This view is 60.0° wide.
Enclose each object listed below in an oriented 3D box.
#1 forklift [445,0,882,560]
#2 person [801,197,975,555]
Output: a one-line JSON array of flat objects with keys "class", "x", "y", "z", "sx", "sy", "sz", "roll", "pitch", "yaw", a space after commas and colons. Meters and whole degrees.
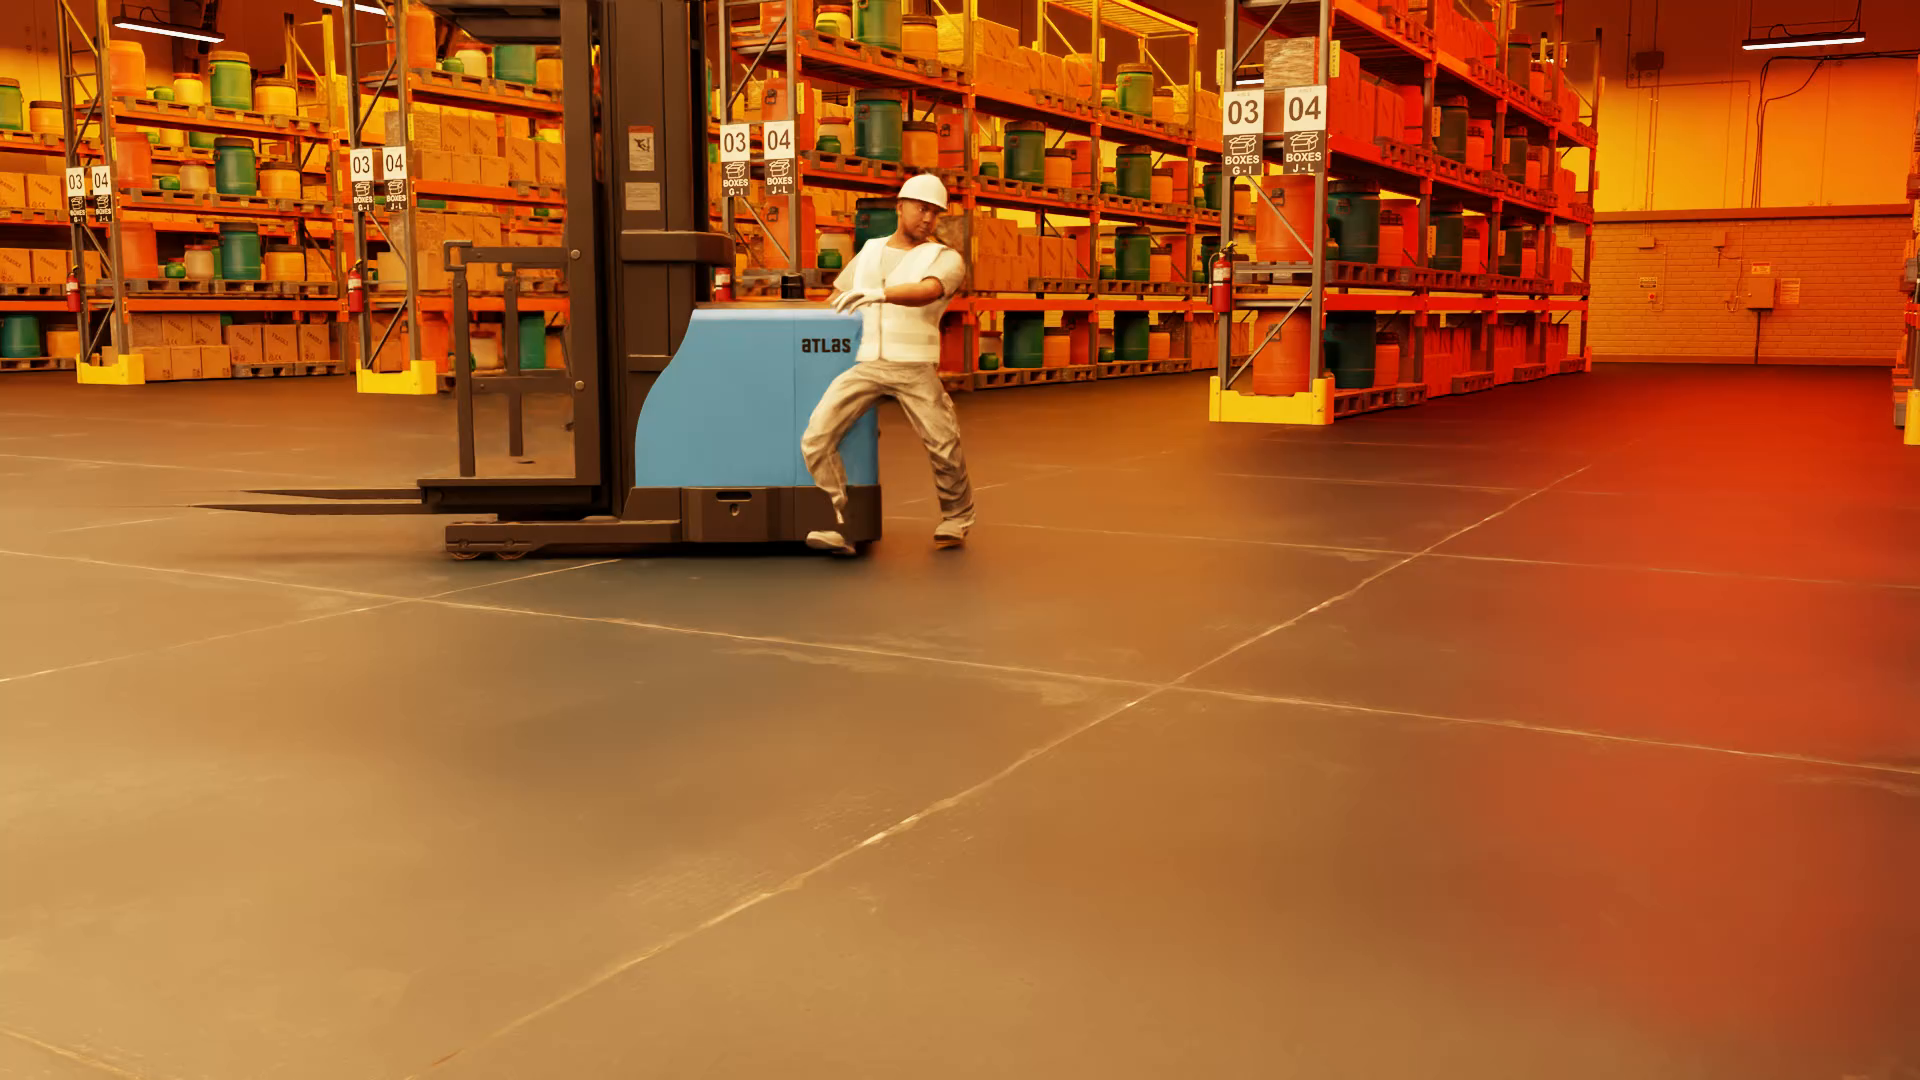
[{"class": "forklift", "x": -1.882, "y": -1.439, "z": 7.520, "sx": 3.031, "sy": 2.935, "sz": 1.130, "roll": 0, "pitch": 8, "yaw": -3}, {"class": "person", "x": -0.391, "y": -0.737, "z": 7.265, "sx": 0.797, "sy": 1.639, "sz": 0.878, "roll": 2, "pitch": 8, "yaw": 13}]
